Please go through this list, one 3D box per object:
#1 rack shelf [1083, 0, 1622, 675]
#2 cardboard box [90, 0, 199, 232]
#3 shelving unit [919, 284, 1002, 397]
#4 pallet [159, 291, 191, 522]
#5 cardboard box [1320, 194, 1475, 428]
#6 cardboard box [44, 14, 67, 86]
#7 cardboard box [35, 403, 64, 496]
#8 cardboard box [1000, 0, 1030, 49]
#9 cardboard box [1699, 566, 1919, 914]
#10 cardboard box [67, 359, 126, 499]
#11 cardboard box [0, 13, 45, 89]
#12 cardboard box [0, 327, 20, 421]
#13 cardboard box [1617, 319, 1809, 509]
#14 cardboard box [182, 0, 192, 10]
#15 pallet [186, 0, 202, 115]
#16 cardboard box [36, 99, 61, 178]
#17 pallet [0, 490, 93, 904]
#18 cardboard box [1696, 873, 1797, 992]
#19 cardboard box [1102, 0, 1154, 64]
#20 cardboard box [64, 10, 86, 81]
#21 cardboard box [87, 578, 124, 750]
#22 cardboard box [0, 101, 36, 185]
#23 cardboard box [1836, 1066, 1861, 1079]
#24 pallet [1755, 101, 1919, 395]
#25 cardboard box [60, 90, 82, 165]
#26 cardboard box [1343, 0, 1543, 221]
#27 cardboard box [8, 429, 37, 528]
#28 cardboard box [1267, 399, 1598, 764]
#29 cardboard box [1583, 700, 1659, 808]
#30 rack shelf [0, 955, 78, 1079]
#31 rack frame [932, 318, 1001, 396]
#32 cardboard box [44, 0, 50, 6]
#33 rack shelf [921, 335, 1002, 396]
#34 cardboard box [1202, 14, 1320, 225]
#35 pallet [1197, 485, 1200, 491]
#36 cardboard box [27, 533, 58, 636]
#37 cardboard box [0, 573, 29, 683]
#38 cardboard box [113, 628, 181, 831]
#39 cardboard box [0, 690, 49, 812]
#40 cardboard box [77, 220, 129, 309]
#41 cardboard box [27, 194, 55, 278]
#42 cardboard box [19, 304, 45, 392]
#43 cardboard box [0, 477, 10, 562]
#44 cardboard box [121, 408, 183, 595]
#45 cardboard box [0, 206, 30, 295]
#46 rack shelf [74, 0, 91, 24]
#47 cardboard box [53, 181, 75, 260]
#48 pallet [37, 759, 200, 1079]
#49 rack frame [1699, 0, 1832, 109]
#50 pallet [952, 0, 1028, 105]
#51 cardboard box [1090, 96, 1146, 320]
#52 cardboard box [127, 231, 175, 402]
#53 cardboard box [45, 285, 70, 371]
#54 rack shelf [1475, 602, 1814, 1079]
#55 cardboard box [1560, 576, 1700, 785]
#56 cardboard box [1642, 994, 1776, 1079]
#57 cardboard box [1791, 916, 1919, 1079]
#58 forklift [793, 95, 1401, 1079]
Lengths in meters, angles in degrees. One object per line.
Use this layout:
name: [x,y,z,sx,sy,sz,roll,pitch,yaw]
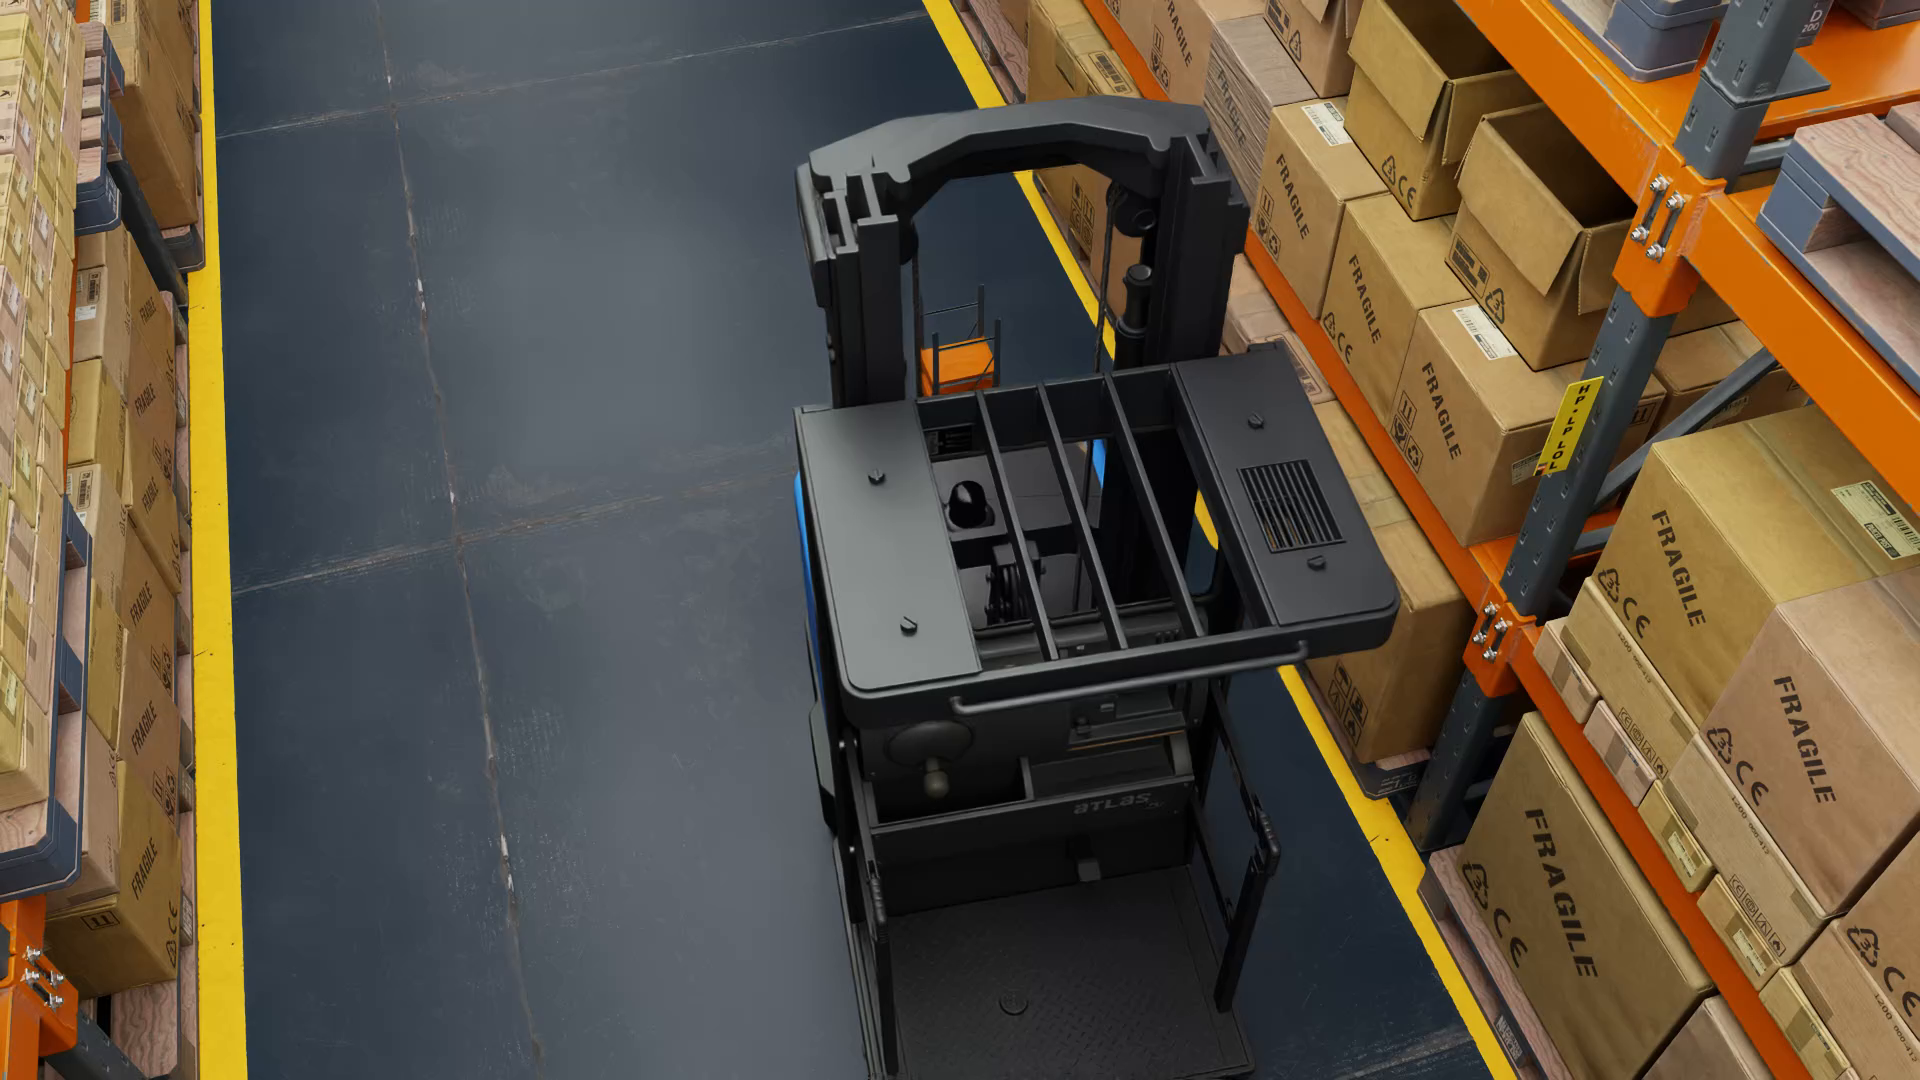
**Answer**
rack shelf: [1.427,-1.288,6.134,1.077,0.370,4.000,-13,51,-11]
cardboard box: [-4.027,-1.808,7.299,1.050,0.750,0.750,-14,51,-11]
shelving unit: [-0.004,-0.397,6.090,0.258,1.200,0.189,-13,51,-11]
pallet: [-3.703,-0.463,6.792,1.003,0.211,1.213,-13,51,-11]
cardboard box: [1.479,-0.734,5.131,0.500,0.500,0.500,-12,51,-10]
cardboard box: [-3.271,-1.631,5.648,0.380,0.149,0.250,-12,51,-10]
cardboard box: [-2.734,-0.211,4.646,0.380,0.149,0.250,-15,52,-13]
cardboard box: [0.618,-2.801,8.287,0.700,0.500,0.500,-16,52,-13]
cardboard box: [2.054,0.421,3.636,0.500,0.500,0.500,-13,51,-11]
cardboard box: [-3.185,-0.323,5.720,0.500,0.250,0.500,-12,51,-10]
cardboard box: [-3.200,-1.549,5.385,0.380,0.149,0.250,-12,51,-10]
cardboard box: [-2.736,-0.409,4.423,0.380,0.149,0.250,-14,51,-11]
cardboard box: [2.121,-0.484,4.920,0.500,0.500,0.500,-13,51,-11]
cardboard box: [-4.564,-3.126,8.410,1.050,0.750,0.750,-13,51,-11]
pallet: [-4.451,-2.516,8.523,1.003,0.211,1.213,-13,51,-11]
cardboard box: [-3.117,-1.256,5.332,0.380,0.149,0.250,-13,51,-11]
pallet: [-2.837,0.459,4.316,1.003,0.211,1.213,-13,51,-11]
cardboard box: [2.024,0.889,3.993,0.380,0.149,0.250,-15,51,-12]
cardboard box: [0.874,-2.220,6.384,0.500,0.500,0.500,-15,51,-12]
cardboard box: [-3.348,-1.731,5.927,0.380,0.149,0.250,-13,51,-10]
cardboard box: [-2.876,0.429,5.086,0.500,0.250,0.500,-12,51,-10]
cardboard box: [-3.052,-1.178,5.071,0.380,0.149,0.250,-13,51,-11]
cardboard box: [2.172,1.260,3.680,0.380,0.149,0.250,-13,51,-11]
pallet: [2.250,-0.397,3.009,1.003,0.211,1.213,-13,51,-11]
cardboard box: [-3.200,-1.361,5.615,0.380,0.149,0.250,-13,51,-10]
cardboard box: [1.630,-1.383,5.022,0.797,0.503,0.637,-13,51,-11]
cardboard box: [-2.660,-0.120,4.374,0.380,0.149,0.250,-15,52,-13]
cardboard box: [1.810,0.028,5.670,1.225,0.875,0.875,-13,51,-11]
cardboard box: [1.866,0.505,4.316,0.380,0.149,0.250,-15,51,-12]
rack shelf: [-2.158,2.681,2.788,1.077,0.370,4.000,-13,51,-11]
rack frame: [0.023,-0.330,6.034,0.240,1.200,0.006,-13,51,-11]
cardboard box: [-3.350,-1.925,5.701,0.380,0.149,0.250,-15,52,-12]
rack shelf: [-0.004,-0.601,5.849,0.258,0.103,0.180,-13,51,-11]
cardboard box: [1.175,-1.481,5.761,0.500,0.500,0.500,-13,51,-11]
pallet: [1.354,-0.599,6.907,1.003,0.211,1.213,-13,51,-11]
cardboard box: [-2.585,0.158,4.334,0.380,0.149,0.250,-13,51,-11]
cardboard box: [-2.505,0.258,4.055,0.380,0.149,0.250,-14,51,-12]
cardboard box: [-2.873,0.673,5.370,0.500,0.500,0.500,-11,51,-9]
cardboard box: [-2.427,0.543,4.010,0.380,0.149,0.250,-16,52,-13]
cardboard box: [-3.480,-1.064,6.345,0.500,0.250,0.500,-14,51,-12]
cardboard box: [-2.968,-0.884,5.018,0.380,0.149,0.250,-12,51,-10]
cardboard box: [-2.820,-0.511,4.703,0.380,0.149,0.250,-14,51,-12]
cardboard box: [-2.588,-0.039,4.111,0.380,0.149,0.250,-13,51,-11]
cardboard box: [-3.166,-0.078,6.004,0.500,0.500,0.500,-15,52,-13]
cardboard box: [-2.893,-0.789,4.744,0.380,0.149,0.250,-12,51,-10]
rack shelf: [-4.524,-3.162,7.714,1.077,0.370,4.000,-13,51,-11]
cardboard box: [-3.048,-0.982,5.295,0.380,0.149,0.250,-15,52,-13]
pallet: [-2.981,1.319,5.290,1.003,0.211,1.213,-13,51,-11]
rack frame: [2.018,-1.993,2.334,1.000,3.000,0.127,-13,51,-11]
pallet: [0.606,-2.653,8.638,1.003,0.211,1.213,-13,51,-11]
cardboard box: [1.276,-1.269,6.763,1.225,0.875,0.875,-13,51,-11]
cardboard box: [-3.488,-0.841,6.647,0.500,0.500,0.500,-14,51,-11]
cardboard box: [-2.890,-0.595,4.969,0.380,0.149,0.250,-15,52,-13]
rack shelf: [2.610,1.634,3.671,1.077,0.370,4.000,-13,51,-11]
cardboard box: [1.907,0.296,4.232,0.500,0.250,0.500,-14,51,-12]
cardboard box: [2.403,1.648,4.304,0.875,0.875,0.875,-13,51,-11]
cardboard box: [2.208,1.037,3.607,0.500,0.250,0.500,-12,51,-10]
forklift: [0.236,0.531,4.175,1.130,2.935,3.031,-8,50,-7]
